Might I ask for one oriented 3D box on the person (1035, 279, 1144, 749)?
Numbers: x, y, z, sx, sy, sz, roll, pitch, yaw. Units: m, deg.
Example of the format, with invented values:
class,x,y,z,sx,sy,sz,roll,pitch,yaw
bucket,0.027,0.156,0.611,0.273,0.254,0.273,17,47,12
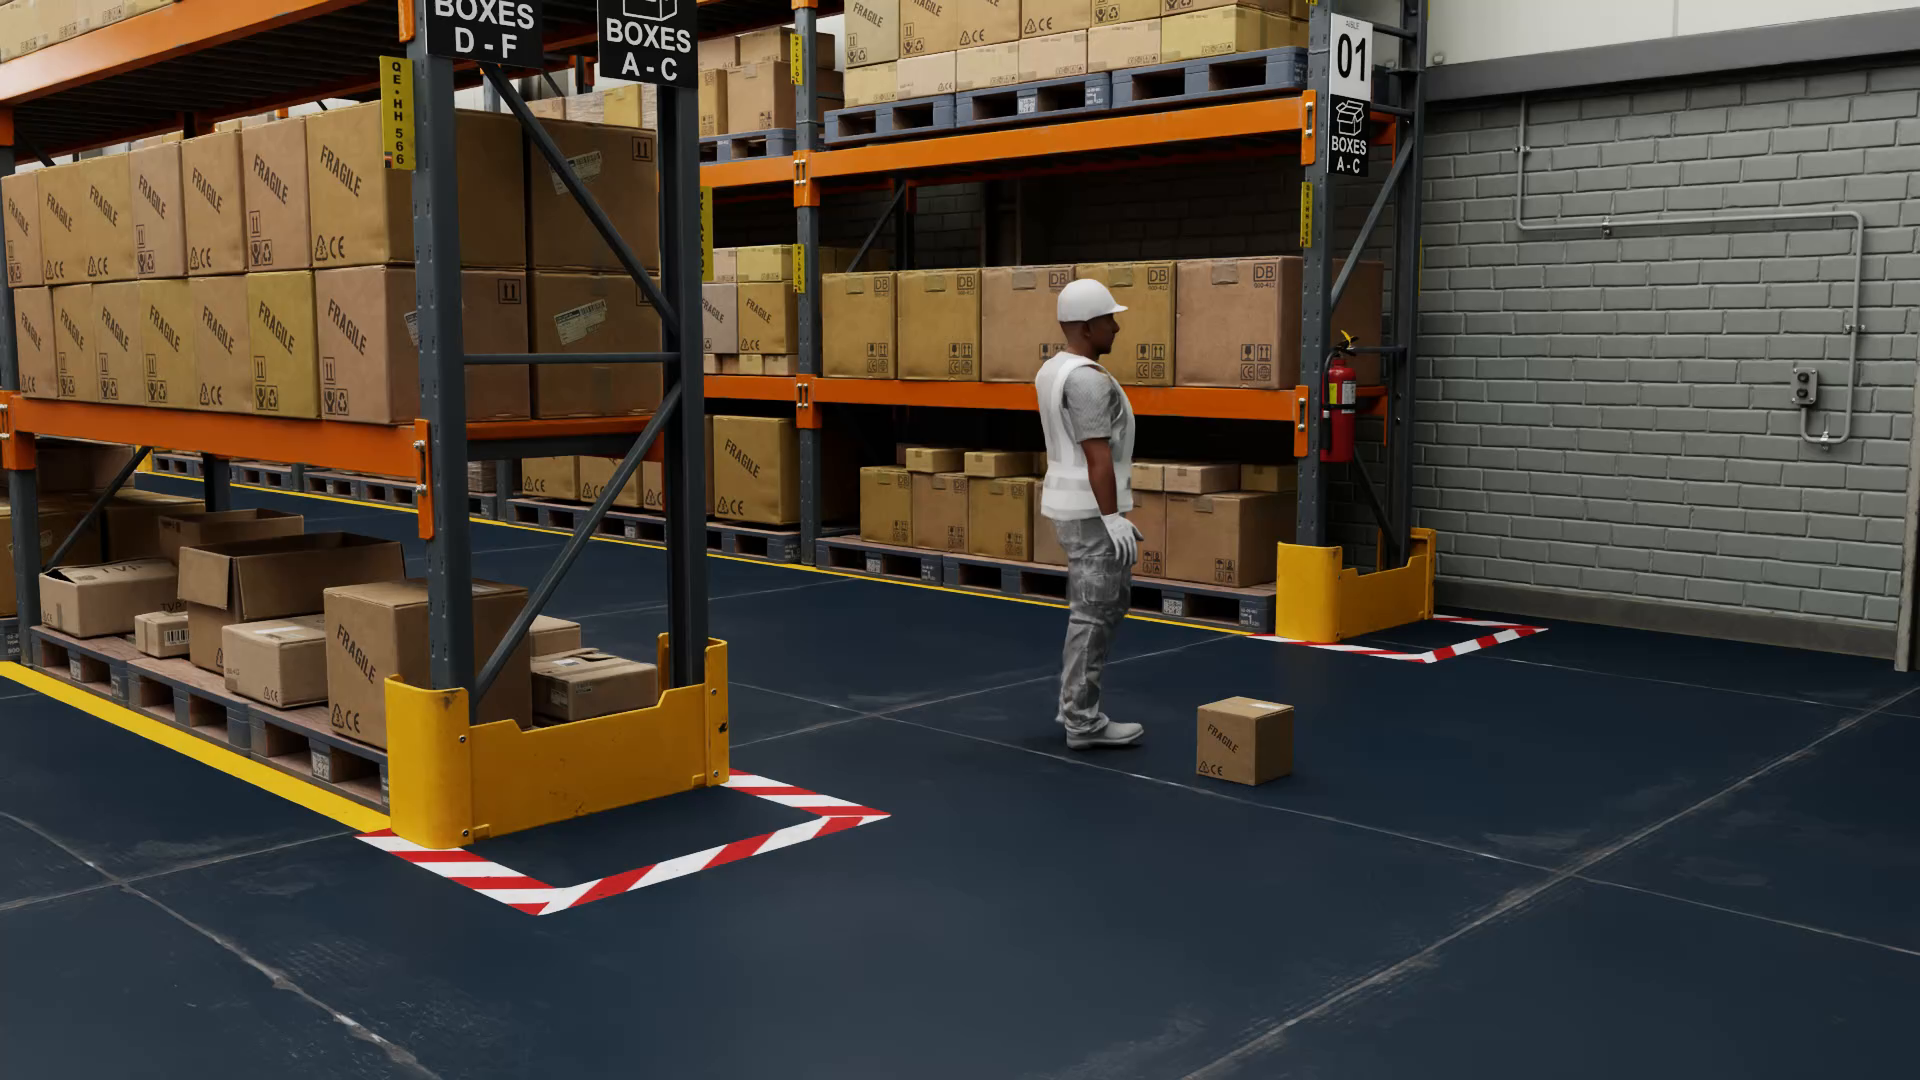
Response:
class,x,y,z,sx,sy,sz,roll,pitch,yaw
person,0.513,-0.070,6.338,0.409,1.825,0.577,-1,7,-8
